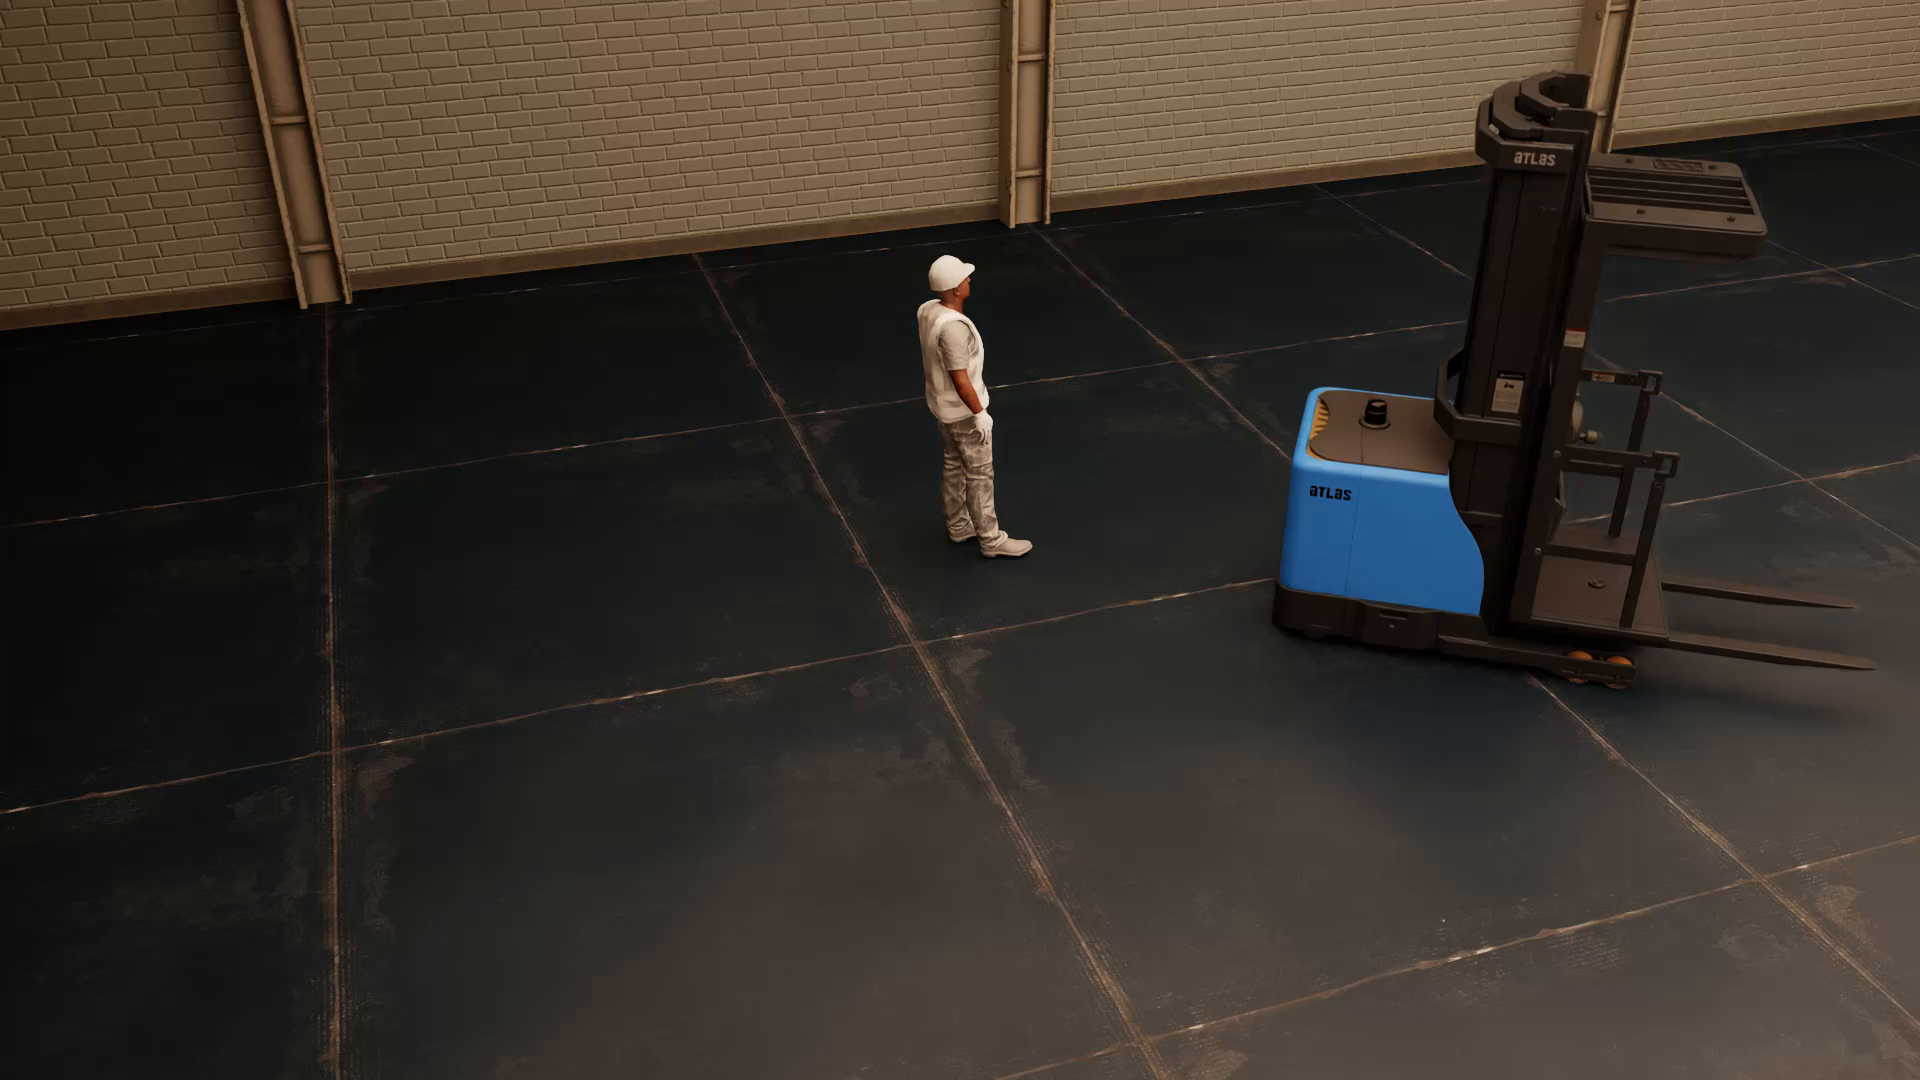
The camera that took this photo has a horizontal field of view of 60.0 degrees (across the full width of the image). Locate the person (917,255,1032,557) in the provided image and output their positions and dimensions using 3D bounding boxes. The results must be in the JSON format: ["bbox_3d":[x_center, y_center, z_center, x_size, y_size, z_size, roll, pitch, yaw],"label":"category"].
[{"bbox_3d":[0.071,-0.787,9.592,0.575,1.784,0.656,-10,31,-16],"label":"person"}]

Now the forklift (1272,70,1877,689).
[{"bbox_3d":[3.293,-0.788,8.457,3.031,2.935,1.130,8,31,14],"label":"forklift"}]
